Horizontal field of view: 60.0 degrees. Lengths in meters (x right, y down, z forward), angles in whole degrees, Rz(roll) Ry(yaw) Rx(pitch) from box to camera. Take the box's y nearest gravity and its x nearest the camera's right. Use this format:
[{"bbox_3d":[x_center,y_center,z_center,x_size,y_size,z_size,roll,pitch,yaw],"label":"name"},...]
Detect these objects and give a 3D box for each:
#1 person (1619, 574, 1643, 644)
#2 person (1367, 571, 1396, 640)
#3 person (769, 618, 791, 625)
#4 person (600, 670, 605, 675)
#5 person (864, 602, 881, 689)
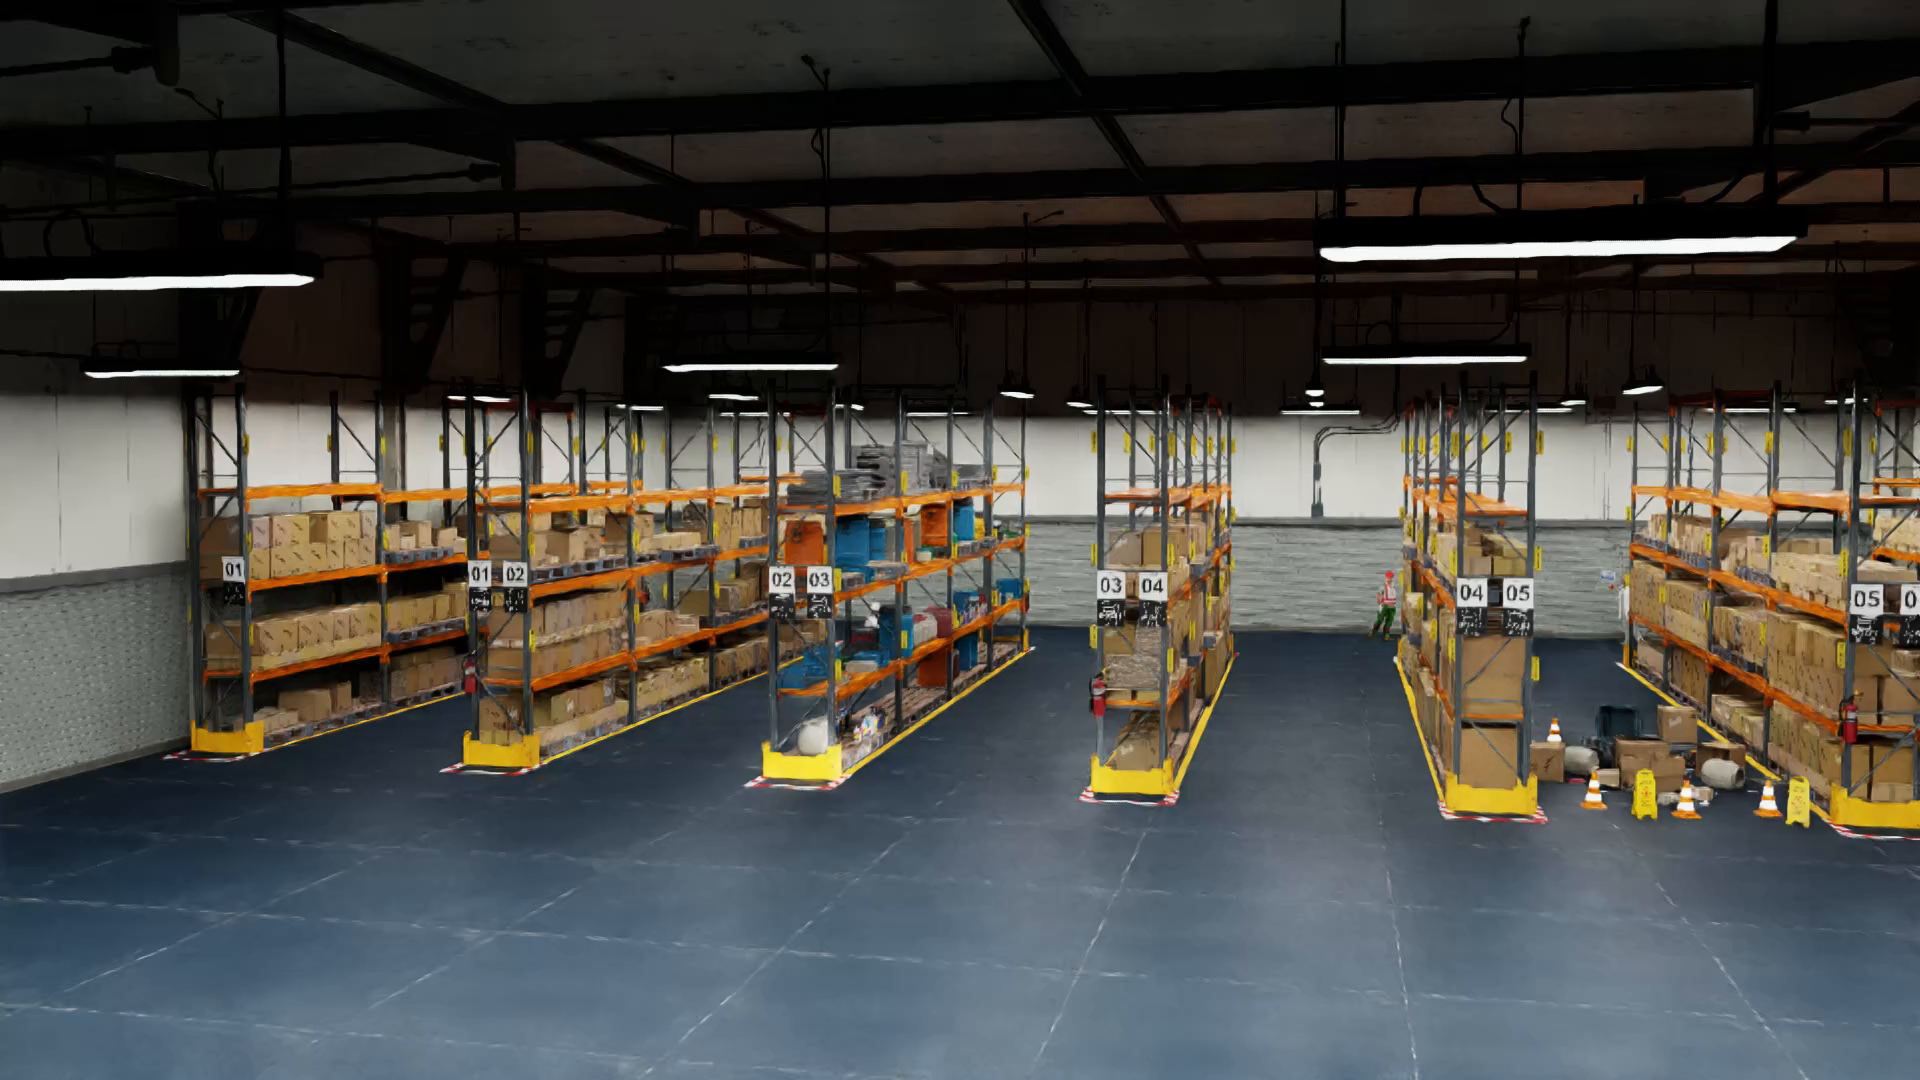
[{"bbox_3d":[16.725,1.732,41.502,0.533,1.771,0.749,-1,3,-21],"label":"person"},{"bbox_3d":[10.815,1.681,42.562,0.740,1.780,0.530,-2,4,-27],"label":"person"},{"bbox_3d":[-4.814,1.556,44.528,0.782,1.770,0.612,-3,4,-39],"label":"person"},{"bbox_3d":[-7.281,2.332,33.132,0.419,1.514,1.032,1,3,15],"label":"person"},{"bbox_3d":[-1.758,2.149,34.175,0.569,1.768,0.627,3,4,42],"label":"person"}]
